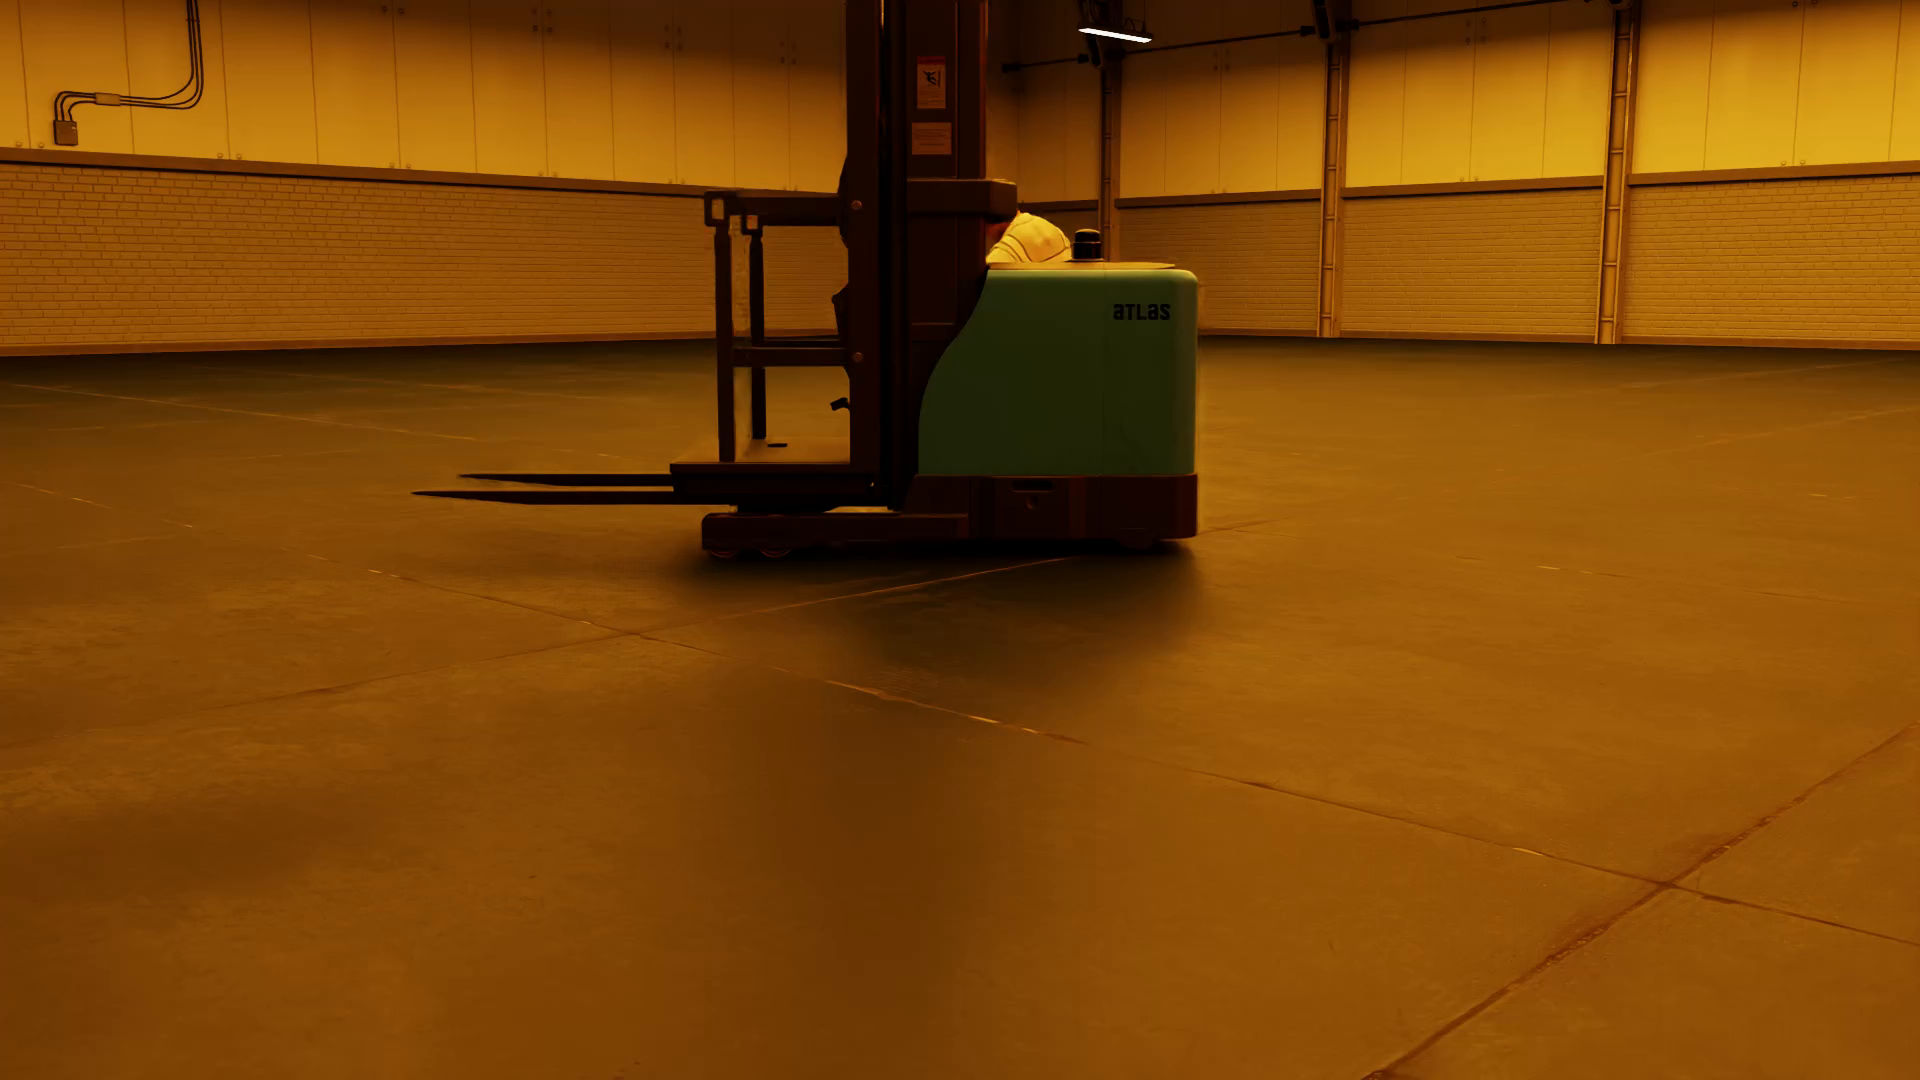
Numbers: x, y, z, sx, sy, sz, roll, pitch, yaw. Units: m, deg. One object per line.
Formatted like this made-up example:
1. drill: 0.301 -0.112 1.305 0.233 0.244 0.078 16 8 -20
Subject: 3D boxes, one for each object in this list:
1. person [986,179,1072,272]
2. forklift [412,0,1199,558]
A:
1. person: 0.071 -0.939 7.915 1.130 1.514 0.979 7 11 40
2. forklift: -0.608 -1.461 6.578 3.031 2.935 1.130 0 9 0
